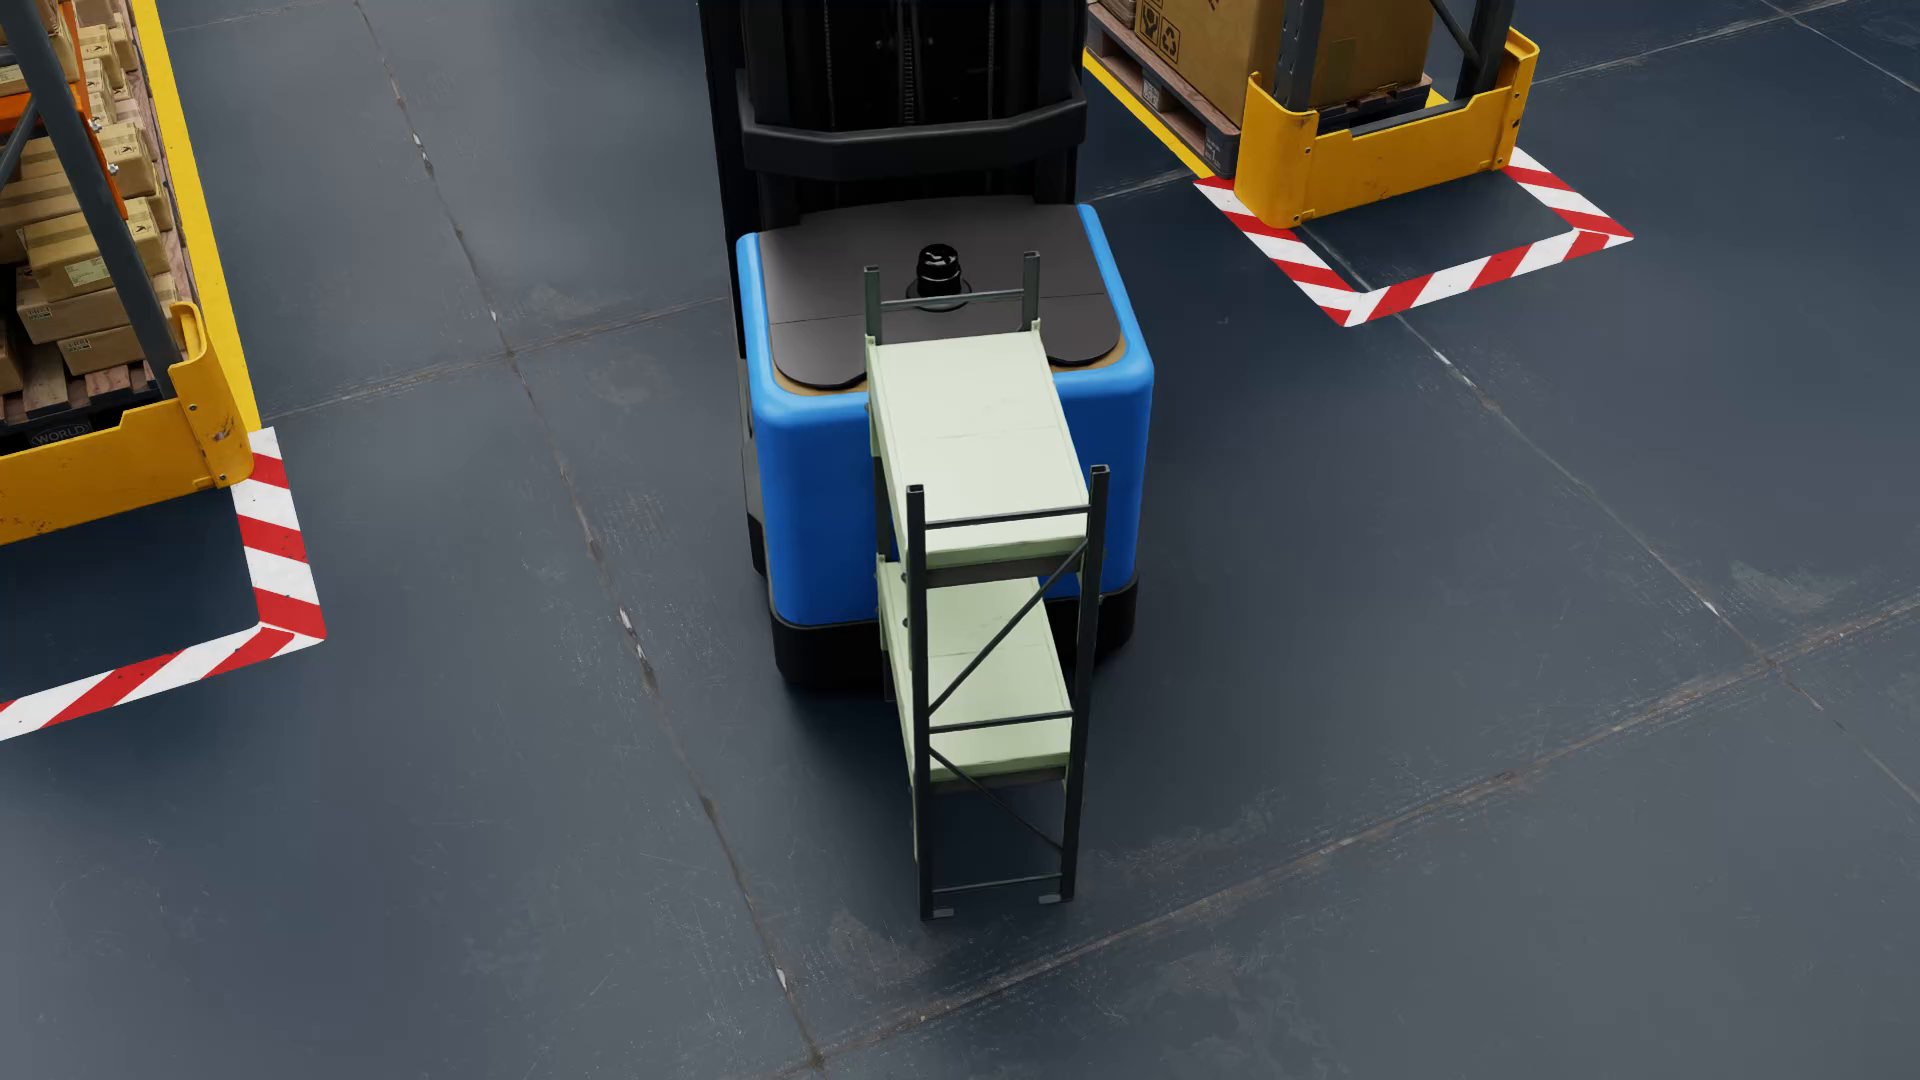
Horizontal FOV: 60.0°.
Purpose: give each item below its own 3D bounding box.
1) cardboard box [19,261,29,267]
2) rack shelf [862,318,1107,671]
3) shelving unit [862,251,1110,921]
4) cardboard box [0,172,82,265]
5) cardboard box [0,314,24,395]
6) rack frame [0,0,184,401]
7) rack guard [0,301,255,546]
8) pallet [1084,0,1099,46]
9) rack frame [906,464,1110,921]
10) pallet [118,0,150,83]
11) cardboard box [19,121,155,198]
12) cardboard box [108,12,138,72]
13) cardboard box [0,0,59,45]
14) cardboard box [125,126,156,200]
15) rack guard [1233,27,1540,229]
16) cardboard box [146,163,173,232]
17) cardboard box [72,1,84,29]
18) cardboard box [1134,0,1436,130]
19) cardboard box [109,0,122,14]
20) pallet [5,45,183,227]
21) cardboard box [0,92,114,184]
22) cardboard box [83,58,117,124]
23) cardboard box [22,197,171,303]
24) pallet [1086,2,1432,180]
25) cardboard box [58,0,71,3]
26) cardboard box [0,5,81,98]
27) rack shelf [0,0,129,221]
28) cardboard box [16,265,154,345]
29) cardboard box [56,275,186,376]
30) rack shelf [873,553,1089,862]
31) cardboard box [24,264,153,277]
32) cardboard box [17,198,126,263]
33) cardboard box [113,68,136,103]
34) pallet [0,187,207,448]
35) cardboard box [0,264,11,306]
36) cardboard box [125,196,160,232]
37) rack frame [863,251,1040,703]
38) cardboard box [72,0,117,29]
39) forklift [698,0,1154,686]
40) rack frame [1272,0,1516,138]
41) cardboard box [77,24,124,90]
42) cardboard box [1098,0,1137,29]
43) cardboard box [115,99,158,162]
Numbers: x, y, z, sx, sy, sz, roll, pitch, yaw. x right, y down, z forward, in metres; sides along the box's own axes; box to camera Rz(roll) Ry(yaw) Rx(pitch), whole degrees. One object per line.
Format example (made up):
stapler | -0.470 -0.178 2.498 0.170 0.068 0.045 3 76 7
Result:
cardboard box | -3.101 -1.021 5.880 0.380 0.149 0.250 -18 47 -17
rack shelf | 0.038 -0.118 3.746 0.431 0.370 0.720 -6 45 -6
shelving unit | 0.038 0.160 4.020 0.431 1.500 0.755 -6 45 -6
cardboard box | -3.014 -1.080 5.516 0.380 0.149 0.250 -17 47 -17
cardboard box | -3.287 -0.568 5.421 0.380 0.149 0.250 -17 47 -17
rack frame | -2.877 -1.159 4.289 1.000 3.000 0.127 -18 47 -17
rack guard | -2.909 -0.318 5.216 1.175 0.500 0.348 -18 47 -17
pallet | 0.750 -2.830 7.968 1.003 0.211 1.213 -18 47 -17
rack frame | 0.094 0.414 3.763 0.400 1.500 0.023 -6 45 -6
pallet | -4.244 -2.298 7.429 1.003 0.211 1.213 -18 47 -17
cardboard box | -3.003 -1.279 5.717 0.380 0.149 0.250 -18 47 -18
cardboard box | -3.649 -2.034 6.907 0.380 0.149 0.250 -18 47 -17
cardboard box | -2.815 -1.668 4.522 0.500 0.500 0.500 -16 47 -16
cardboard box | -3.121 -1.326 5.977 0.380 0.149 0.250 -17 47 -16
rack guard | 1.676 -1.655 6.571 1.175 0.500 0.348 -18 47 -17
cardboard box | -3.110 -1.217 6.078 0.380 0.149 0.250 -17 47 -17
cardboard box | -3.553 -1.905 6.352 0.380 0.149 0.250 -18 47 -17
cardboard box | 1.324 -2.337 6.697 0.875 0.875 0.875 -18 47 -17
cardboard box | -3.881 -2.354 7.231 0.380 0.149 0.250 -20 48 -19
pallet | -3.727 -1.520 6.640 1.003 0.211 1.213 -18 47 -17
cardboard box | -3.183 -1.412 5.853 0.380 0.149 0.250 -20 48 -19
cardboard box | -3.291 -1.592 6.035 0.380 0.149 0.250 -16 47 -16
cardboard box | -2.789 -0.940 5.374 0.380 0.149 0.250 -20 48 -19
pallet | 1.259 -2.054 7.181 1.003 0.211 1.213 -18 47 -17
cardboard box | -2.925 -1.710 5.027 0.380 0.149 0.250 -19 48 -19
cardboard box | -2.715 -1.373 4.685 0.380 0.149 0.250 -18 48 -18
rack shelf | -3.718 -2.178 5.834 1.077 0.370 4.000 -18 47 -17
cardboard box | -2.864 -0.810 5.454 0.380 0.149 0.250 -16 47 -16
cardboard box | -2.806 -0.722 5.577 0.380 0.149 0.250 -17 47 -17
rack shelf | 0.038 0.392 4.249 0.431 0.370 0.720 -6 45 -6
cardboard box | -2.991 -0.865 5.722 0.380 0.149 0.250 -18 47 -18
cardboard box | -3.111 -1.131 5.779 0.380 0.149 0.250 -17 47 -17
cardboard box | -3.469 -1.704 6.572 0.380 0.149 0.250 -18 47 -17
pallet | -3.218 -0.743 5.853 1.003 0.211 1.213 -18 47 -17
cardboard box | -3.520 -0.896 5.753 0.380 0.149 0.250 -18 47 -18
cardboard box | -2.928 -1.001 5.648 0.380 0.149 0.250 -18 47 -18
rack frame | -0.018 -0.094 4.278 0.400 1.500 0.023 -6 45 -6
cardboard box | -3.558 -2.095 6.545 0.380 0.149 0.250 -20 48 -19
forklift | -0.225 -1.673 4.859 1.130 2.935 3.031 -6 45 -6
rack frame | 1.666 -2.560 5.709 1.000 3.000 0.127 -18 47 -17
cardboard box | -3.360 -1.773 6.218 0.380 0.149 0.250 -17 47 -17
cardboard box | 0.942 -2.917 7.284 0.875 0.875 0.875 -18 47 -17
cardboard box | -3.329 -1.535 6.401 0.380 0.149 0.250 -20 48 -19
